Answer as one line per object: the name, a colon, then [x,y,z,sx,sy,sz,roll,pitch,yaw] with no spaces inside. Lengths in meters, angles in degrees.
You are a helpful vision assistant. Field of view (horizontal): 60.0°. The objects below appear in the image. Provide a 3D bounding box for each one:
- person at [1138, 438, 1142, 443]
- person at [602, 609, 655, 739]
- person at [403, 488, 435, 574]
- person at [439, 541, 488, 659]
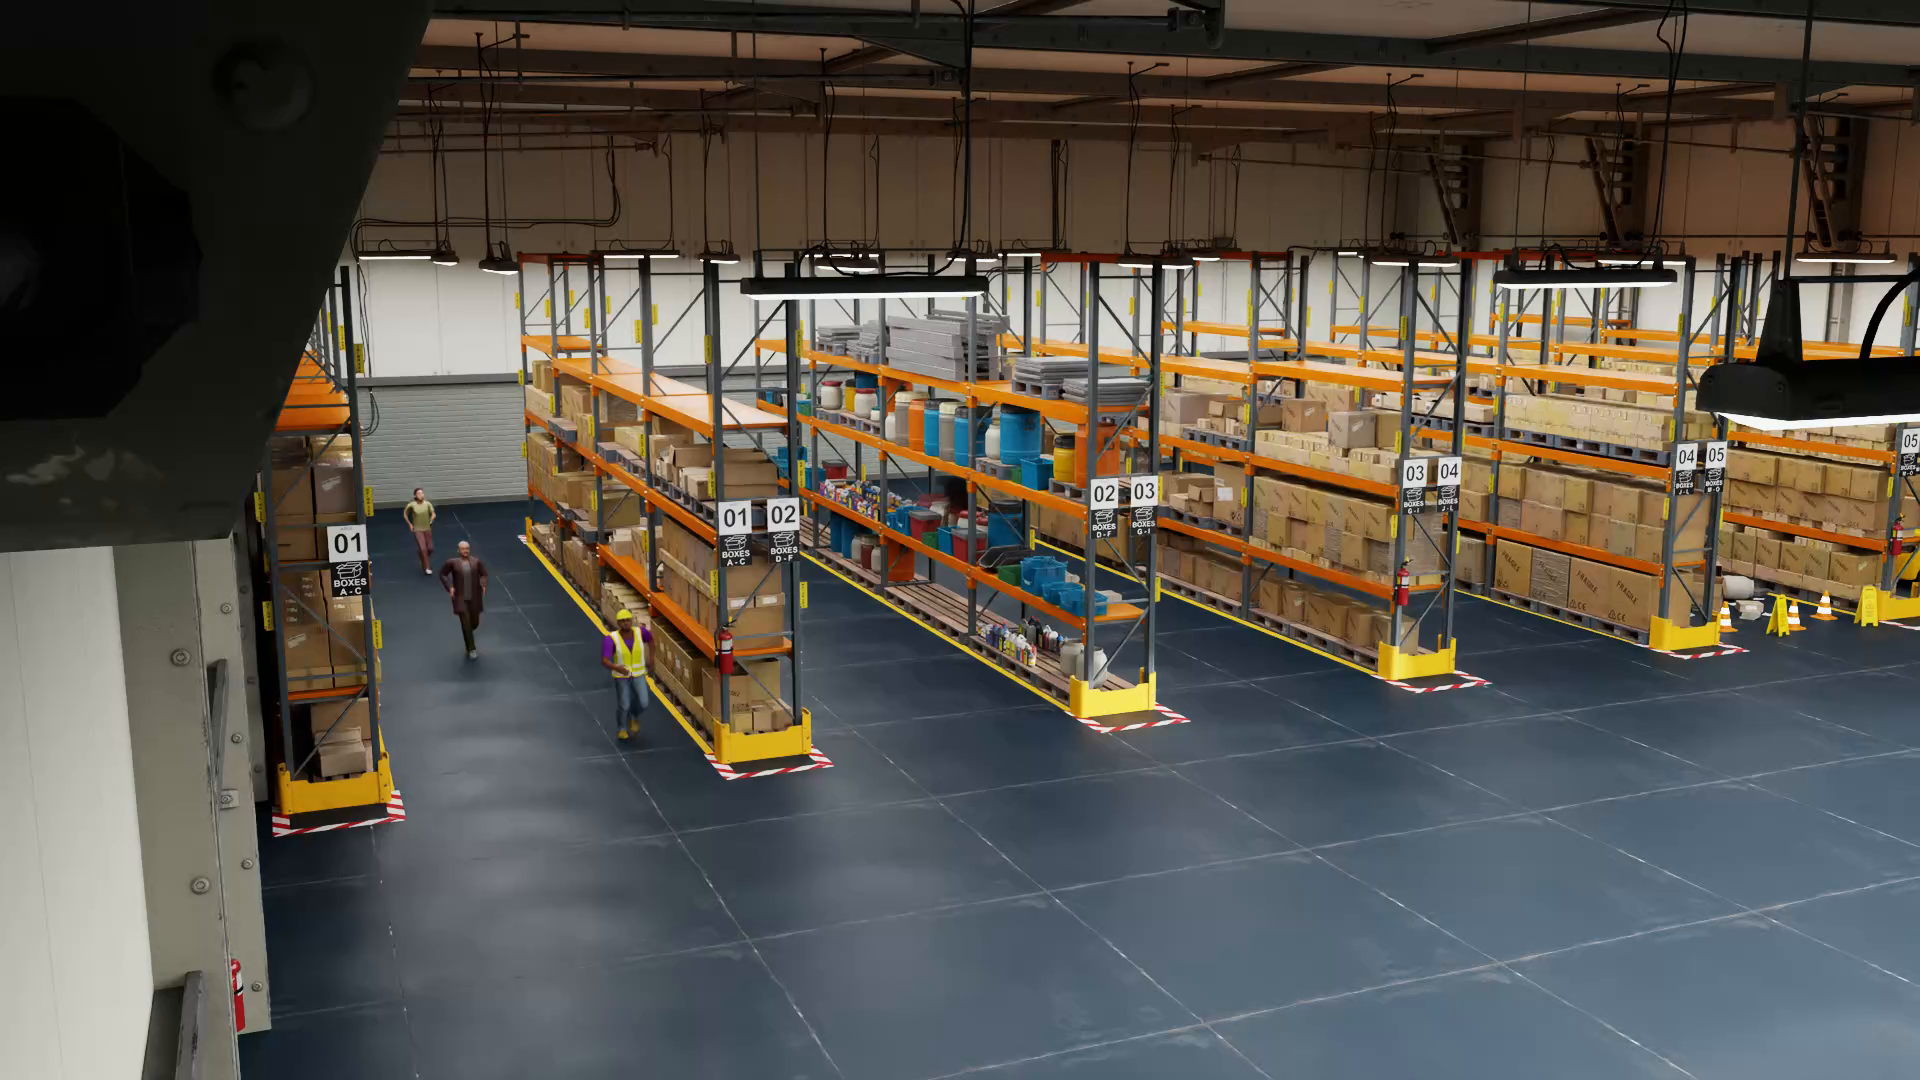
person: [4.057,-1.541,38.736,0.761,1.714,0.538,-4,11,-23]
person: [-4.137,1.702,20.906,0.723,1.716,0.751,-4,11,-23]
person: [-10.222,-0.190,31.516,0.579,1.633,0.704,-7,12,-34]
person: [-7.556,0.885,25.405,0.711,1.765,0.880,-5,12,-27]
